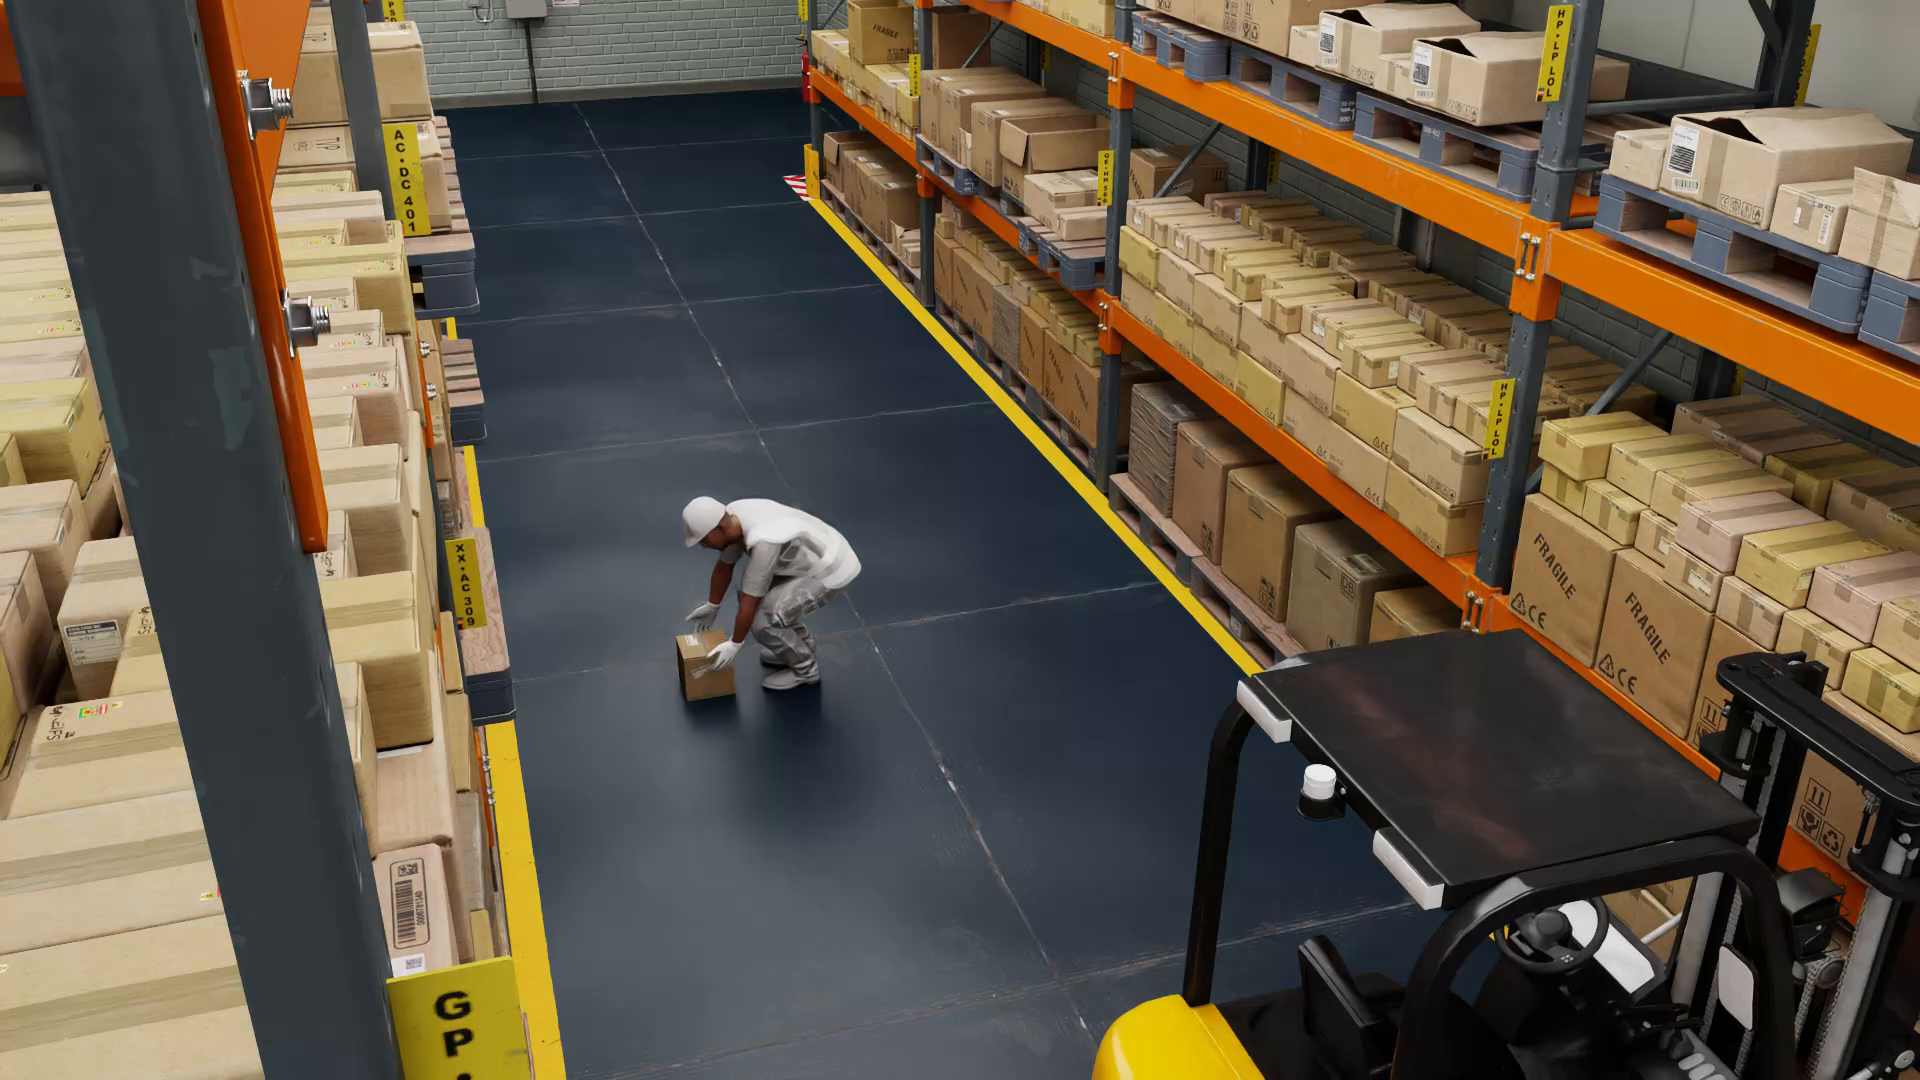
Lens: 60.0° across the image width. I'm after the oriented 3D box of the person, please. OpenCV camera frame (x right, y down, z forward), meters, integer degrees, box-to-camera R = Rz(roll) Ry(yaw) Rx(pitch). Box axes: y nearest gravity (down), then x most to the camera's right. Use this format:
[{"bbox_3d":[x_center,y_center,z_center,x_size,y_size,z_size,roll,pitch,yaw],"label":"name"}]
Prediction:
[{"bbox_3d":[-0.937,0.232,8.412,0.880,1.087,0.588,-8,27,-16],"label":"person"}]
